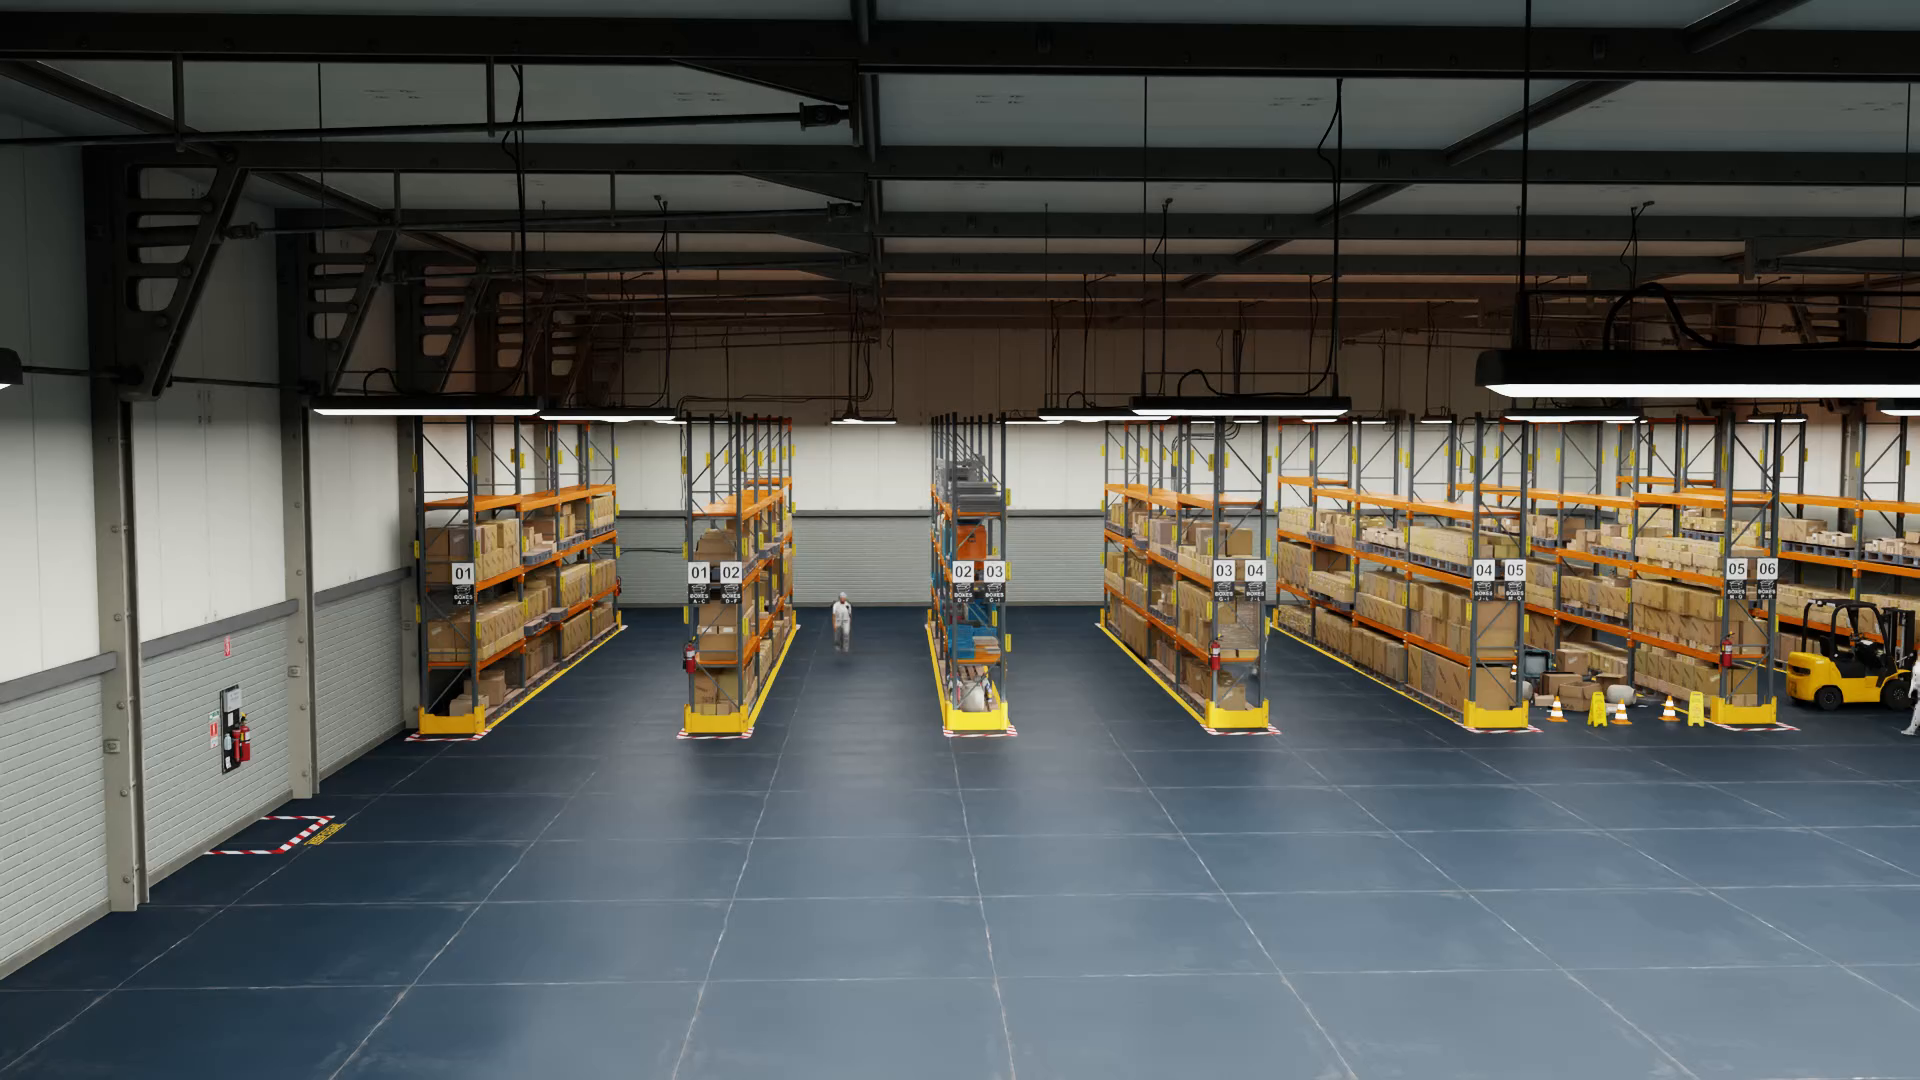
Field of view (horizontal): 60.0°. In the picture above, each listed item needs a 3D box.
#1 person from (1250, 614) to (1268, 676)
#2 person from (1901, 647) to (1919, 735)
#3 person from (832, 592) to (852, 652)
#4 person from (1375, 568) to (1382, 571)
[{"bbox_3d":[6.794,2.234,38.226,0.575,1.790,0.530,0,4,4],"label":"person"},{"bbox_3d":[17.906,2.799,30.858,1.023,1.623,0.525,-1,4,-8],"label":"person"},{"bbox_3d":[-2.871,2.000,40.506,0.482,1.463,1.043,0,4,-3],"label":"person"},{"bbox_3d":[11.894,1.705,47.052,0.536,1.642,0.512,-4,5,-43],"label":"person"}]
